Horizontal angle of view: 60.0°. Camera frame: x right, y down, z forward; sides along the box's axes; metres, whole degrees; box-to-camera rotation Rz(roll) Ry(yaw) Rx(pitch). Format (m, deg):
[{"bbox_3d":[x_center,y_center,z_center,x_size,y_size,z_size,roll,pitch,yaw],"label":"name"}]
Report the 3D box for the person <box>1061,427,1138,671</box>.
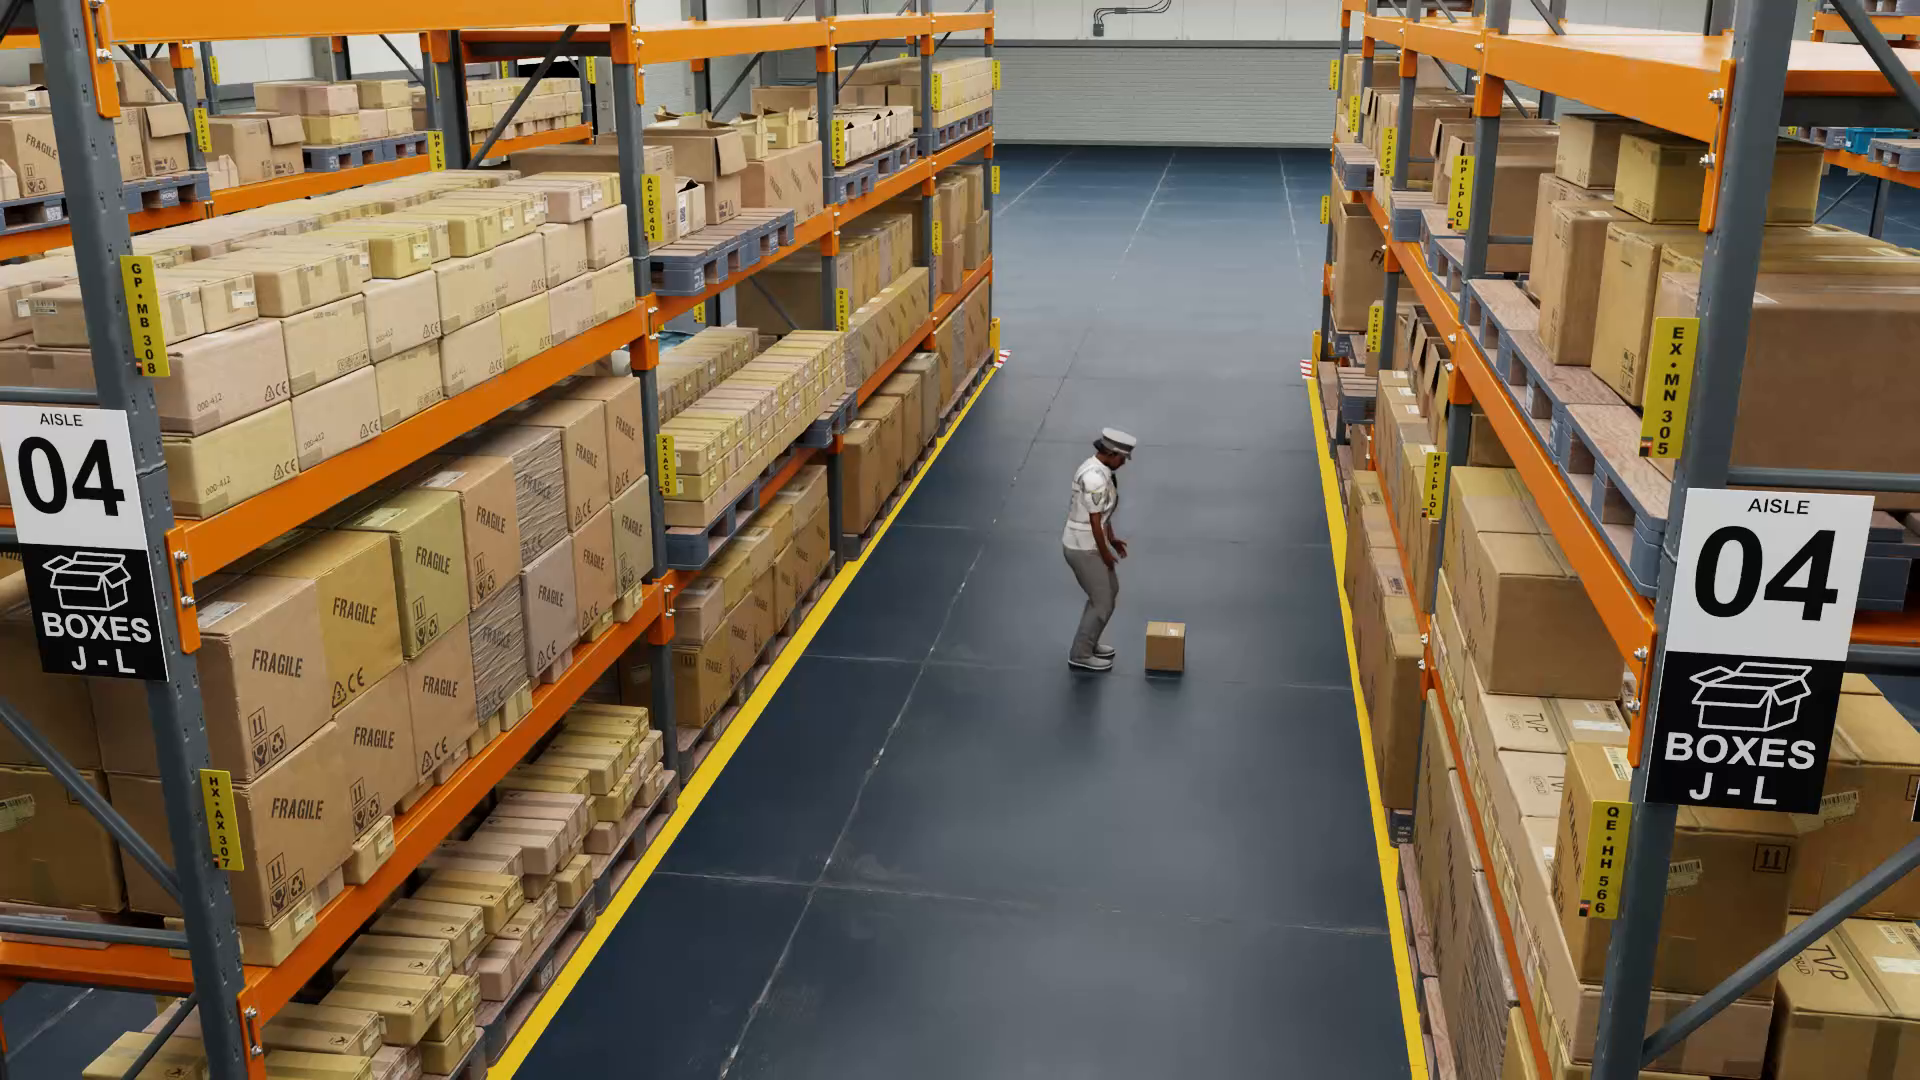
[{"bbox_3d":[0.915,0.046,11.030,0.480,1.604,0.465,3,18,10],"label":"person"}]
